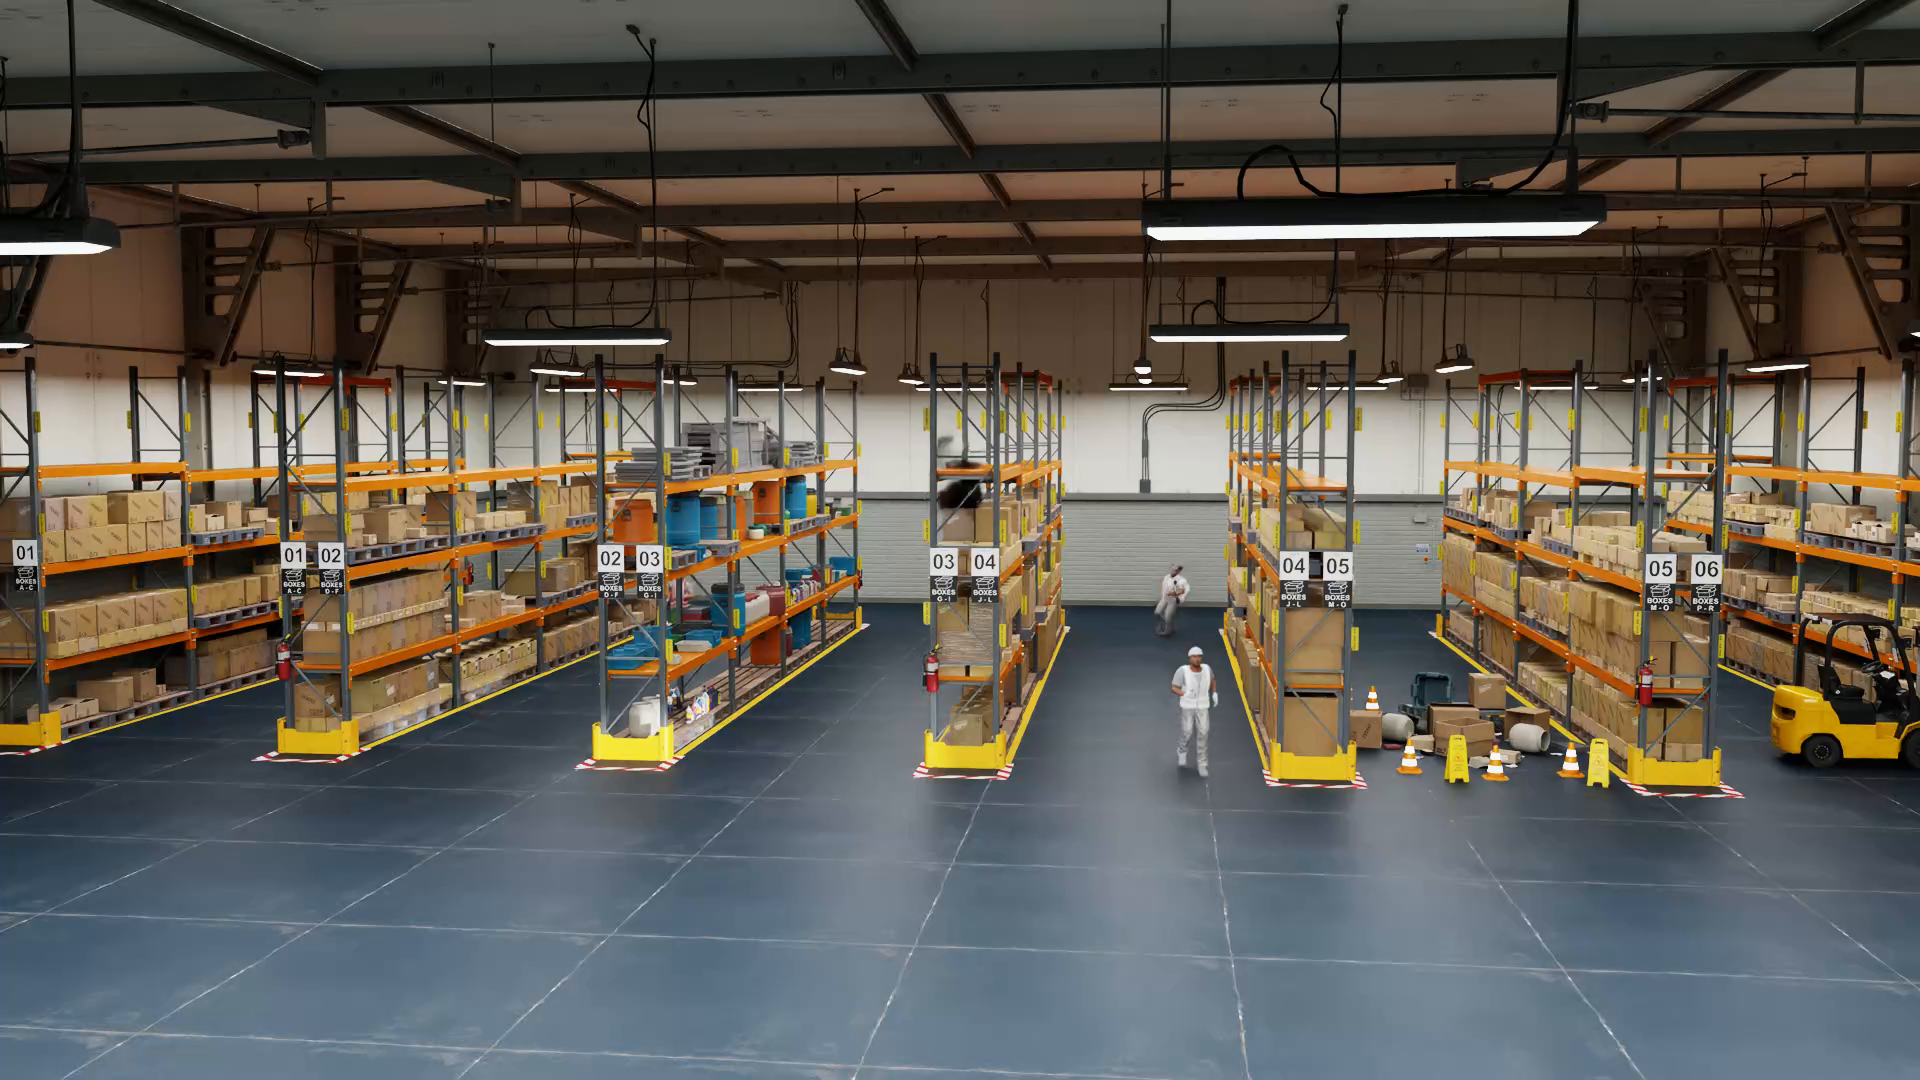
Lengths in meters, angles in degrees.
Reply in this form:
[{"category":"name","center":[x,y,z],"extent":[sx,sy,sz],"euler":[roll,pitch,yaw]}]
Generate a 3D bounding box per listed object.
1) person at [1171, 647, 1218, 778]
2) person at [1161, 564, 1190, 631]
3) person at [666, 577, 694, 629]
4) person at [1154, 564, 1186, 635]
[{"category":"person","center":[3.355,2.424,23.783],"extent":[0.706,1.819,0.864],"euler":[-1,4,-7]},{"category":"person","center":[5.052,1.390,39.603],"extent":[0.570,1.665,0.667],"euler":[-3,5,-40]},{"category":"person","center":[-6.148,1.503,36.450],"extent":[0.660,1.771,1.004],"euler":[0,4,-2]},{"category":"person","center":[4.899,1.398,38.936],"extent":[0.755,1.696,0.573],"euler":[3,5,38]}]
